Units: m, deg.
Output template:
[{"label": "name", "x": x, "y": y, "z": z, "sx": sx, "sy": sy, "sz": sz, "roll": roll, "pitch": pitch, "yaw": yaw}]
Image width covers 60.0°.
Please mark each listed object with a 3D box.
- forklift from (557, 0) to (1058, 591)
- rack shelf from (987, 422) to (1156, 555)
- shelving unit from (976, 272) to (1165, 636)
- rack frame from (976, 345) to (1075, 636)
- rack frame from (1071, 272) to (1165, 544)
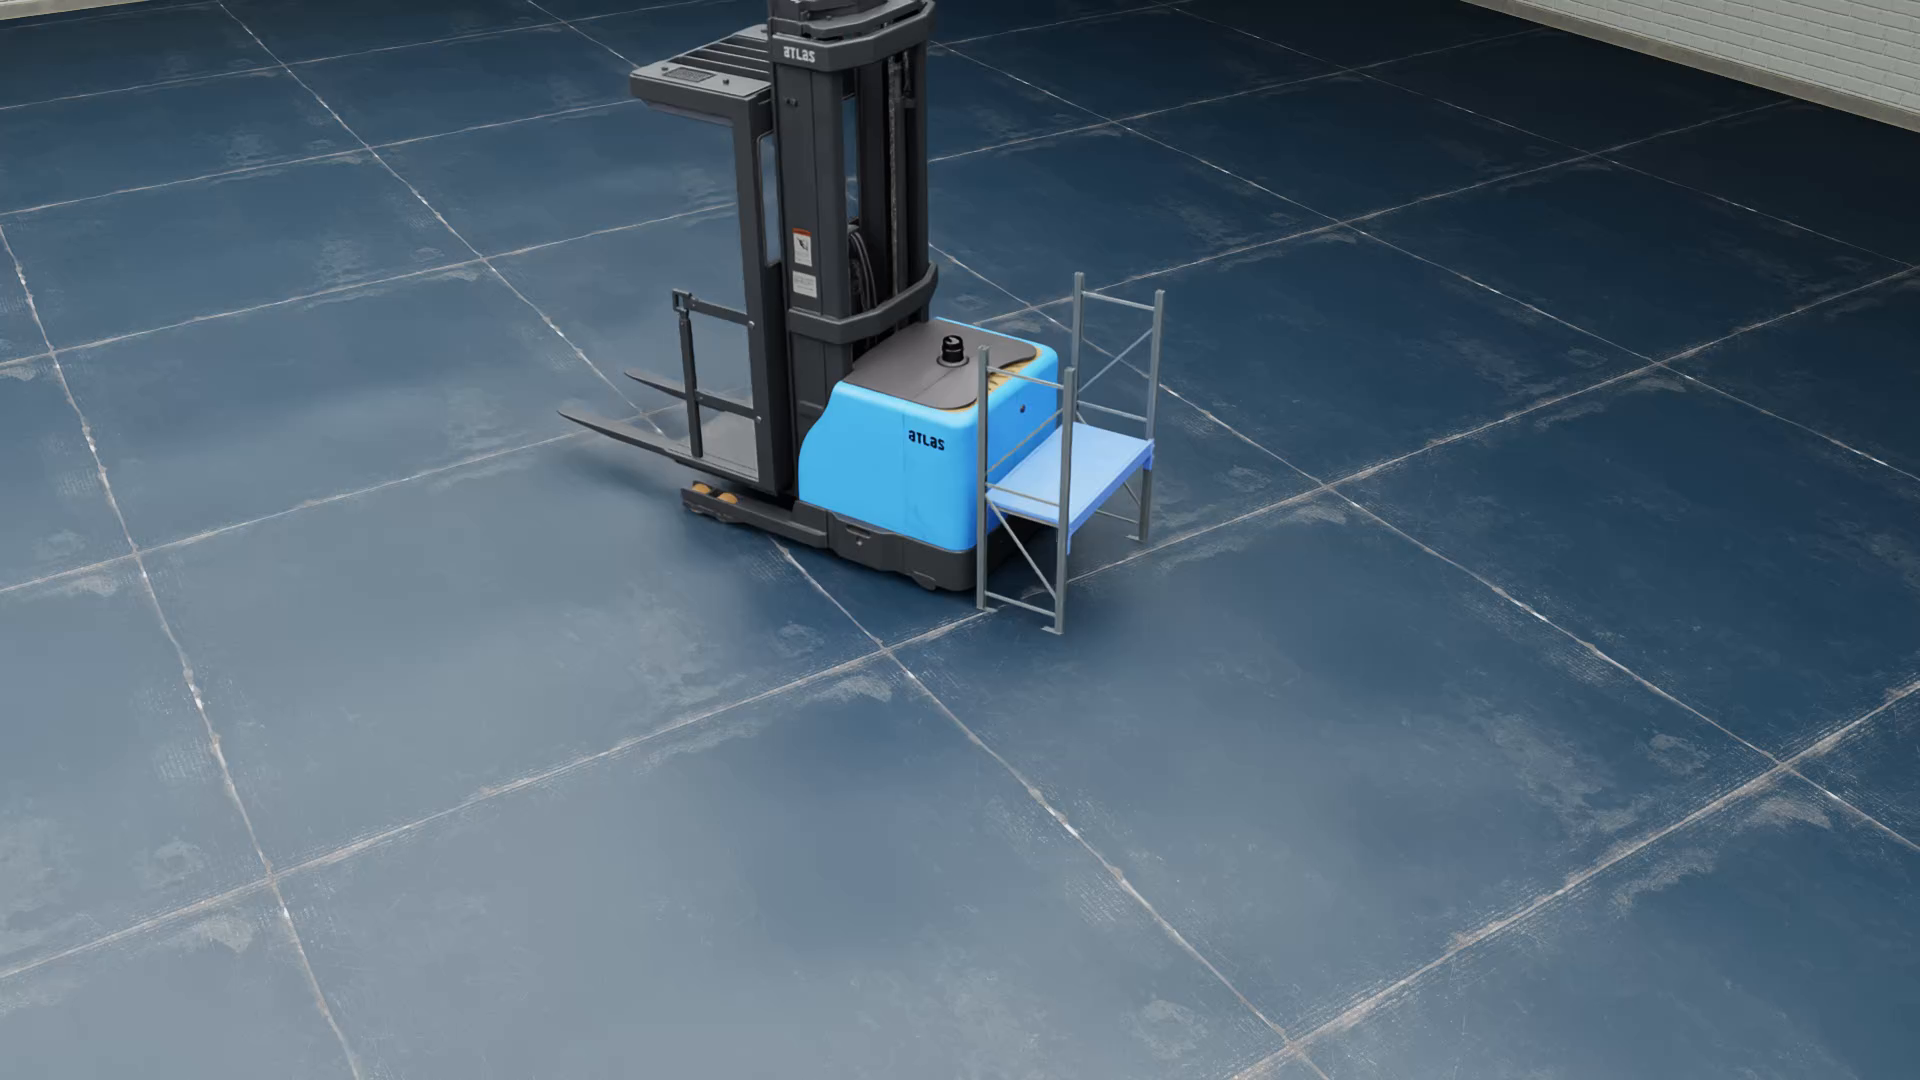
[{"label": "forklift", "x": -0.983, "y": -1.555, "z": 8.968, "sx": 3.031, "sy": 2.935, "sz": 1.130, "roll": 18, "pitch": 37, "yaw": 27}, {"label": "rack shelf", "x": 0.564, "y": -0.300, "z": 8.658, "sx": 0.538, "sy": 0.185, "sz": 1.000, "roll": 17, "pitch": 36, "yaw": 25}, {"label": "shelving unit", "x": 0.564, "y": -0.453, "z": 8.562, "sx": 0.538, "sy": 1.500, "sz": 1.048, "roll": 17, "pitch": 36, "yaw": 25}, {"label": "rack frame", "x": 0.310, "y": -0.218, "z": 8.190, "sx": 0.500, "sy": 1.500, "sz": 0.032, "roll": 17, "pitch": 36, "yaw": 25}, {"label": "rack frame", "x": 0.818, "y": -0.687, "z": 8.934, "sx": 0.500, "sy": 1.500, "sz": 0.032, "roll": 17, "pitch": 36, "yaw": 25}]
